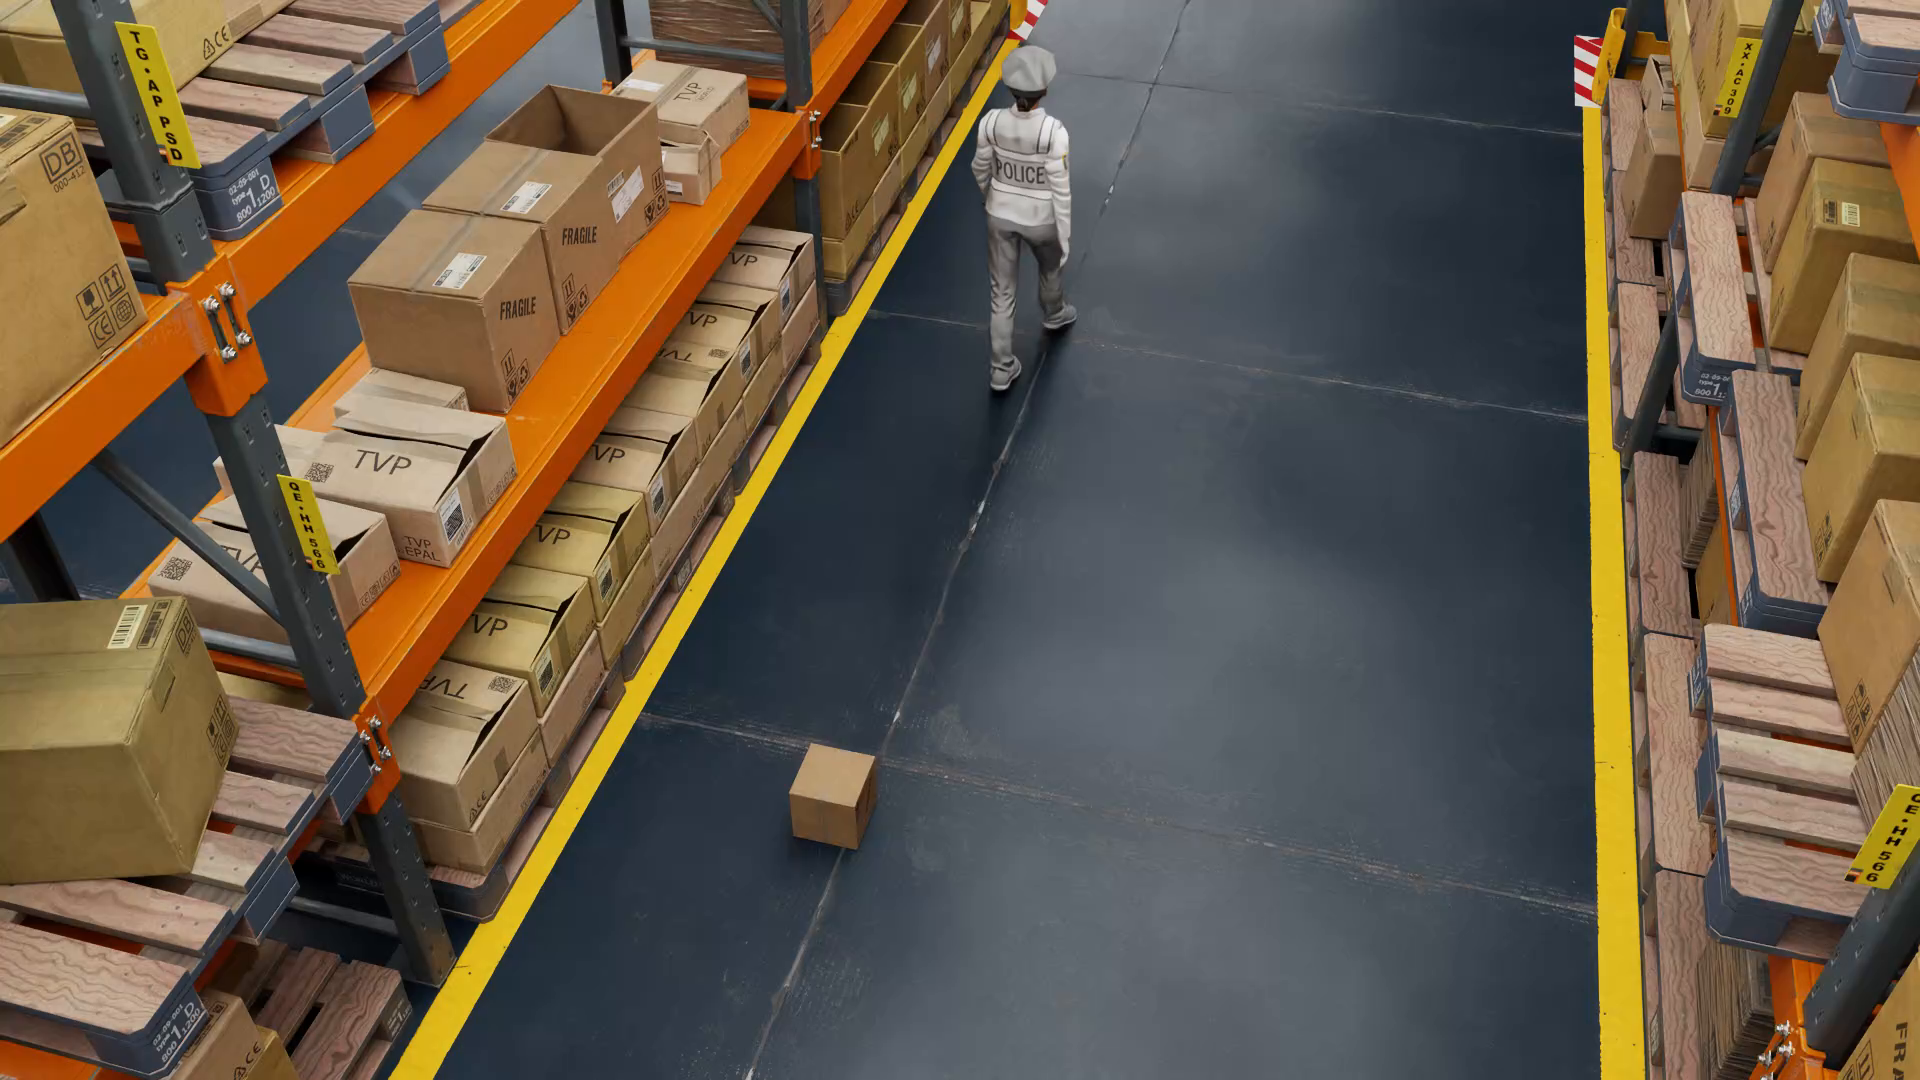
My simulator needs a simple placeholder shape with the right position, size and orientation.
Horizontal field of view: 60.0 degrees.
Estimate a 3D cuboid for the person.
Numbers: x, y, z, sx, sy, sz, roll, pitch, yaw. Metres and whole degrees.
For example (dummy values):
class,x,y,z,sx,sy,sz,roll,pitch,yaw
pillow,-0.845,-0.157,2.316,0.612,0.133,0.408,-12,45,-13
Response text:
class,x,y,z,sx,sy,sz,roll,pitch,yaw
person,0.318,-1.592,7.941,0.519,1.671,0.866,11,42,12
